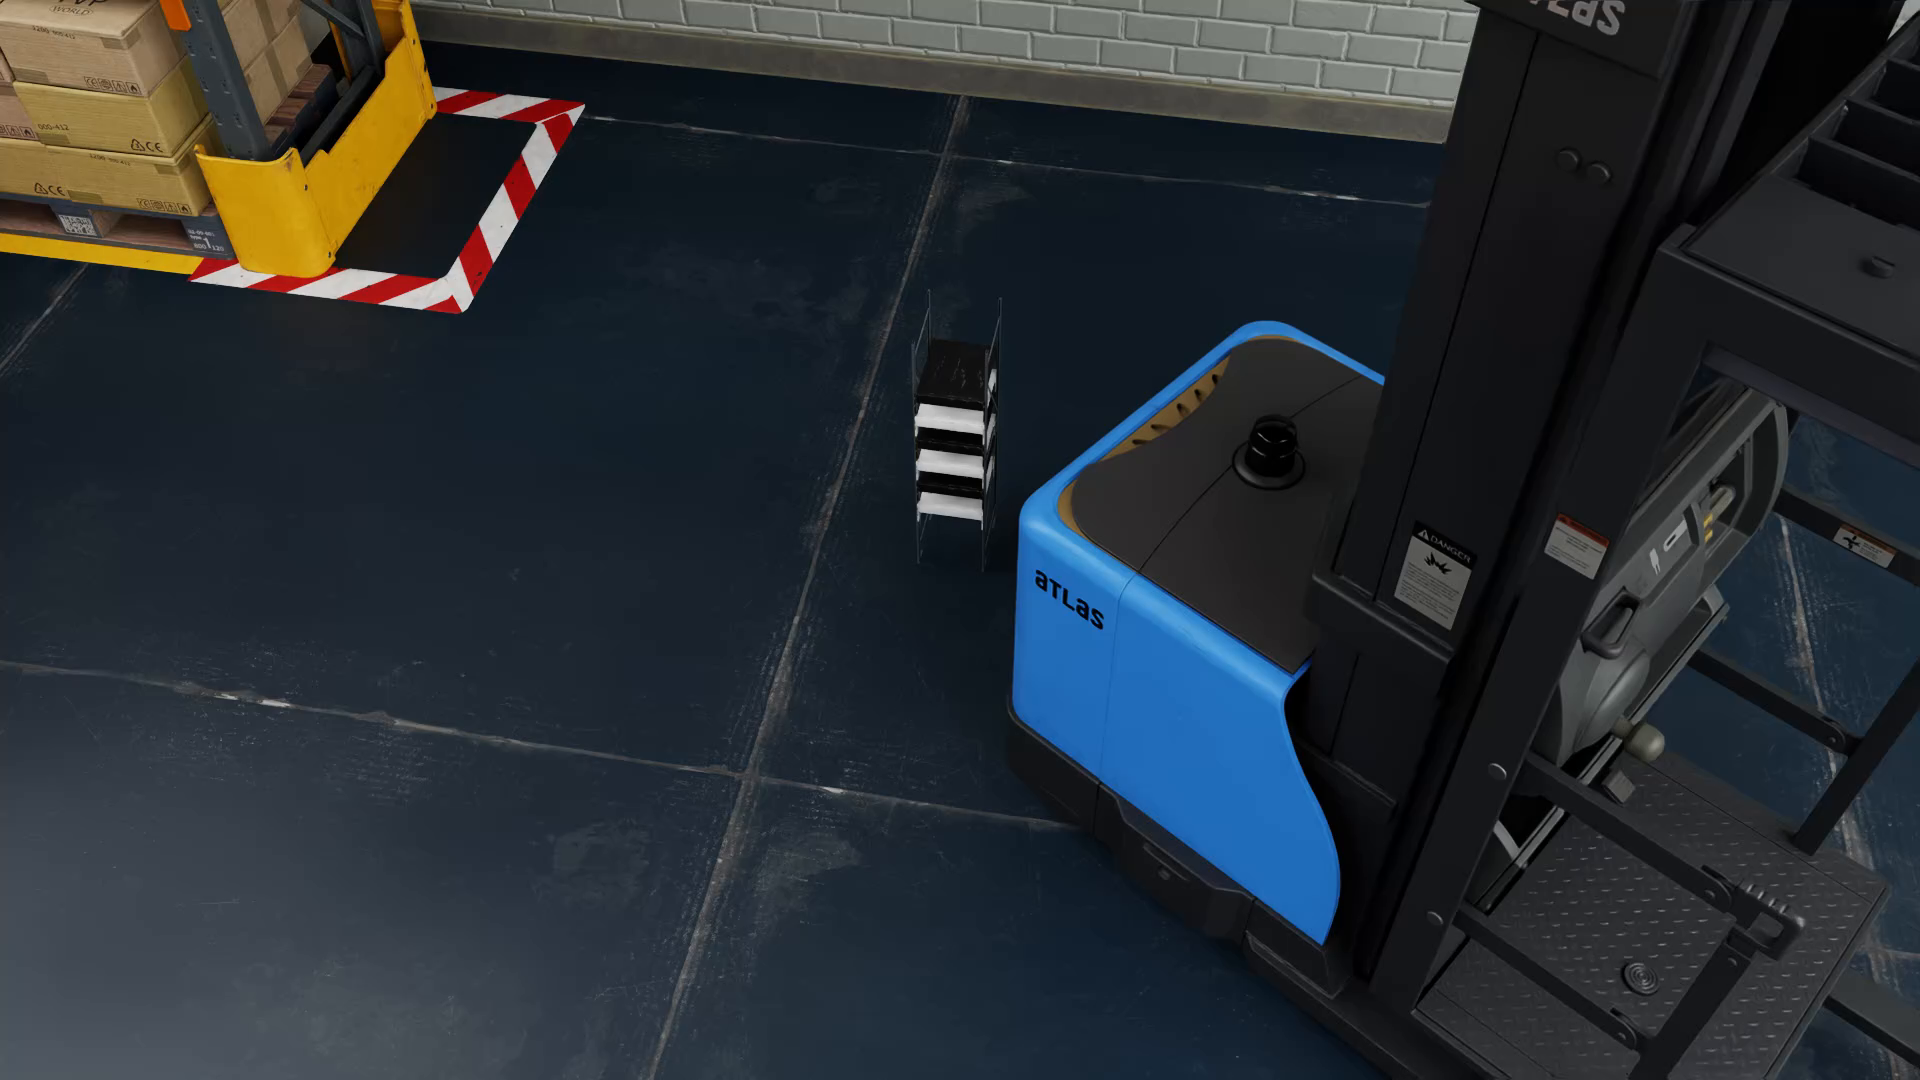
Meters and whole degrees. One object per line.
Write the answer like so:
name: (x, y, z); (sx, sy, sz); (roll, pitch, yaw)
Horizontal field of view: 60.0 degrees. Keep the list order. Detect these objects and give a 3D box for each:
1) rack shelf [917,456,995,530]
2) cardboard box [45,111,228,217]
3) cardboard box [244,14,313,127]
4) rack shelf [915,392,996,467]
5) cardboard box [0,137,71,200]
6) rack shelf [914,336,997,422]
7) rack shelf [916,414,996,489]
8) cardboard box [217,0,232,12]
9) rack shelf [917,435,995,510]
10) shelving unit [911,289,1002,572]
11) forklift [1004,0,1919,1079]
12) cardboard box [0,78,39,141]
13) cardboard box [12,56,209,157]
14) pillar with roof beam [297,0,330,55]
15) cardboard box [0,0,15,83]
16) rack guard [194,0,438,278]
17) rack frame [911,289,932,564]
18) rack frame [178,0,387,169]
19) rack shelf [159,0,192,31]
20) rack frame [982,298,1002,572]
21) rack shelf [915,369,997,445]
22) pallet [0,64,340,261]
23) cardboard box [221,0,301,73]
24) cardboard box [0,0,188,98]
rack shelf: (-0.008, -0.159, 5.075); (0.200, 0.077, 0.258); (8, 49, 7)
cardboard box: (-2.955, -1.464, 6.115); (0.500, 0.250, 0.500); (8, 49, 7)
cardboard box: (-2.885, -1.841, 6.454); (0.500, 0.250, 0.500); (8, 49, 7)
rack shelf: (-0.008, -0.340, 4.874); (0.200, 0.077, 0.258); (8, 49, 7)
cardboard box: (-3.443, -1.536, 6.180); (0.500, 0.250, 0.500); (8, 49, 7)
rack shelf: (-0.008, -0.460, 4.740); (0.200, 0.077, 0.258); (8, 49, 7)
rack shelf: (-0.008, -0.280, 4.941); (0.200, 0.077, 0.258); (8, 49, 7)
cardboard box: (-2.876, -2.169, 6.076); (0.500, 0.250, 0.500); (7, 48, 6)
rack shelf: (-0.008, -0.219, 5.008); (0.200, 0.077, 0.258); (8, 49, 7)
shelving unit: (-0.008, -0.302, 4.916); (0.210, 0.900, 0.258); (8, 49, 7)
forklift: (1.544, 0.148, 3.146); (3.031, 2.935, 1.130); (35, 57, 27)
cardboard box: (-3.463, -1.709, 6.000); (0.500, 0.250, 0.500); (7, 48, 6)
cardboard box: (-2.971, -1.635, 5.933); (0.500, 0.250, 0.500); (7, 48, 6)
pillar with roof beam: (-3.727, -2.017, 1.013); (0.400, 9.000, 9.100); (8, 49, 7)
cardboard box: (-3.449, -1.863, 5.801); (0.500, 0.250, 0.500); (8, 49, 8)
rack guard: (-2.413, -1.573, 6.327); (0.348, 0.500, 1.175); (8, 49, 7)
rack frame: (-0.108, -0.315, 4.928); (0.006, 0.900, 0.240); (8, 49, 7)
rack frame: (-2.437, -2.411, 5.400); (0.127, 3.000, 1.000); (8, 49, 7)
rack shelf: (-4.405, -2.435, 5.905); (4.000, 0.370, 1.077); (8, 49, 7)
rack frame: (0.092, -0.288, 4.904); (0.006, 0.900, 0.240); (8, 49, 7)
rack shelf: (-0.008, -0.400, 4.807); (0.200, 0.077, 0.258); (8, 49, 7)
pallet: (-3.197, -1.550, 6.501); (1.213, 0.211, 1.003); (8, 49, 7)
cardboard box: (-2.862, -2.014, 6.273); (0.500, 0.250, 0.500); (8, 49, 8)
cardboard box: (-2.945, -1.799, 5.744); (0.500, 0.250, 0.500); (9, 49, 8)
